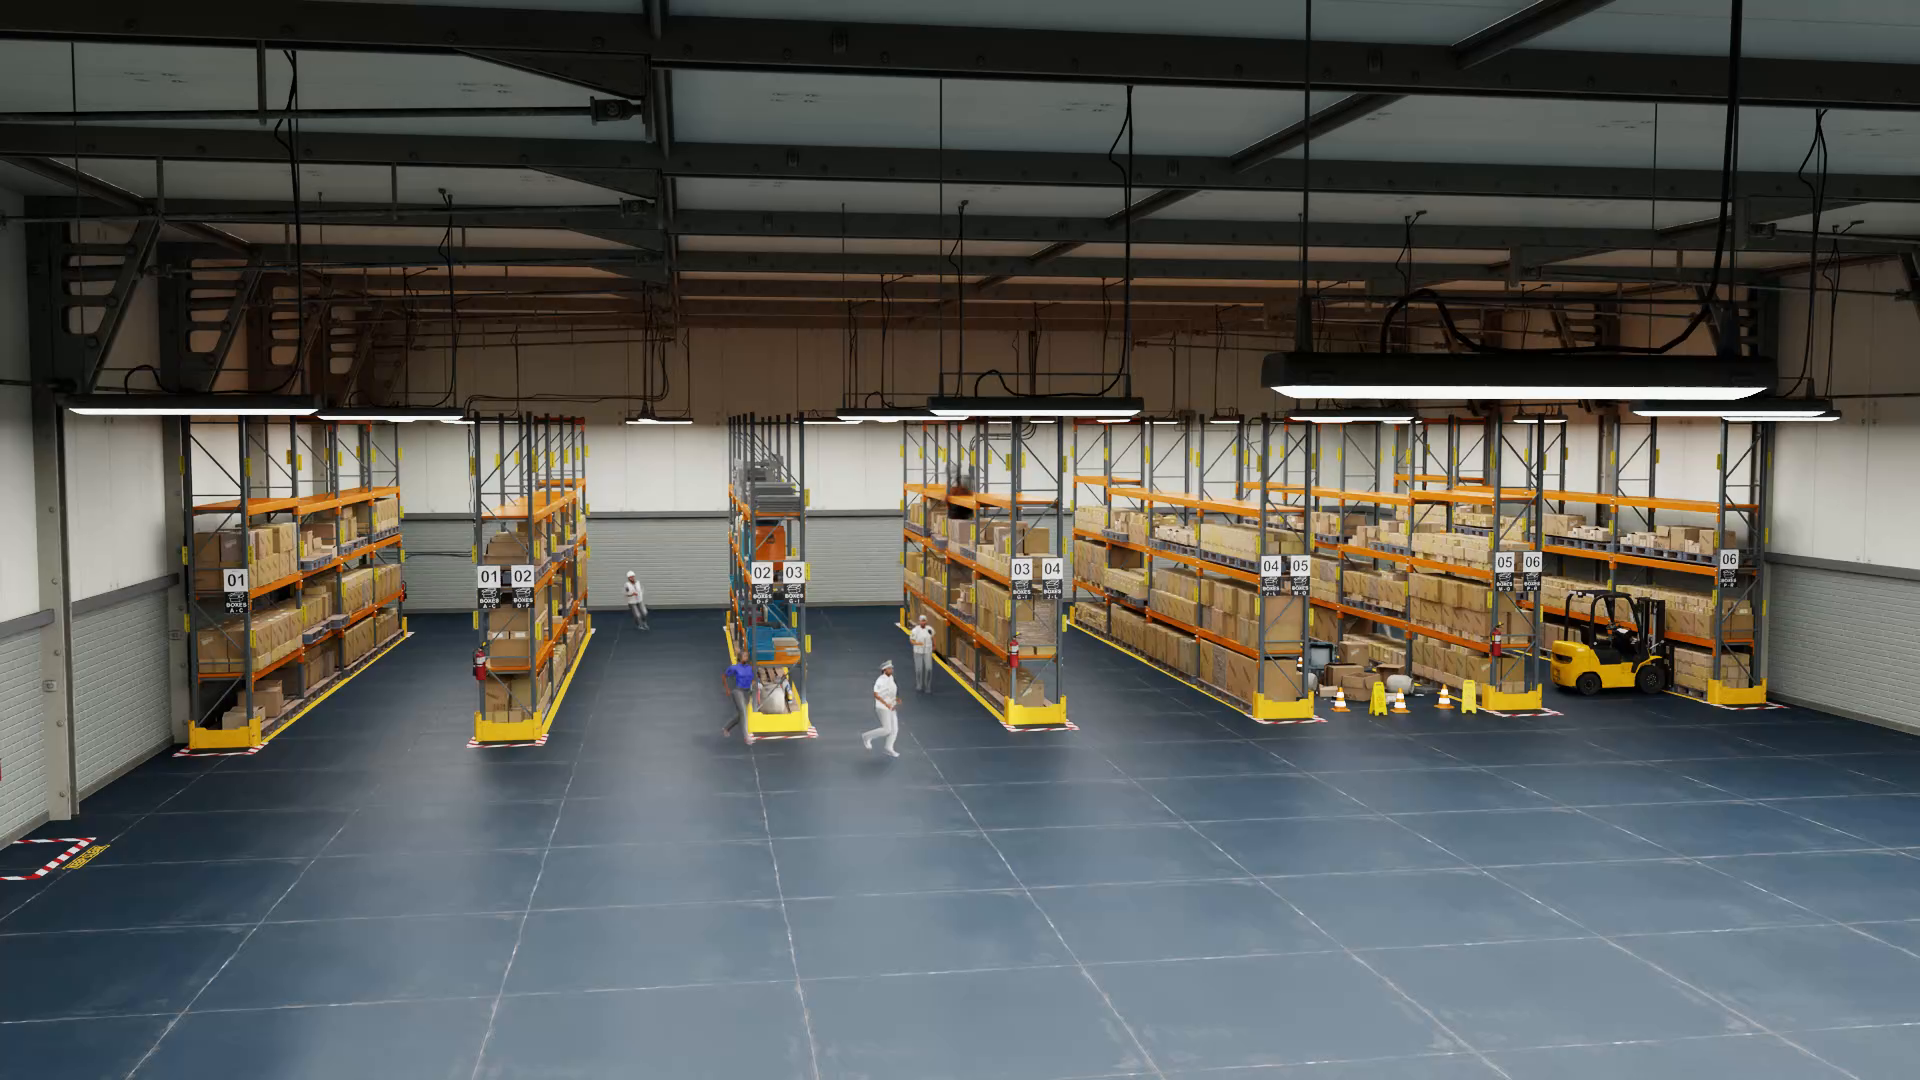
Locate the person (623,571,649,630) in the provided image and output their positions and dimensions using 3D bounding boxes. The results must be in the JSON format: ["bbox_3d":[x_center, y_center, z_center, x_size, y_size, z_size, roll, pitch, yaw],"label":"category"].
[{"bbox_3d":[-9.047,1.706,46.454,0.751,1.688,0.629,-2,4,-30],"label":"person"}]

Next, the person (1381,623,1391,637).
[{"bbox_3d":[11.088,1.856,43.994,0.672,1.842,0.925,0,4,-4],"label":"person"}]

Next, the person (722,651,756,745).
[{"bbox_3d":[-3.951,2.845,30.235,0.860,1.648,0.609,3,5,40],"label":"person"}]

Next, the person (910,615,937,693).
[{"bbox_3d":[-0.786,2.472,35.881,0.613,1.723,0.711,0,4,-7],"label":"person"}]

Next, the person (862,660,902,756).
[{"bbox_3d":[-1.339,2.926,29.067,0.658,1.686,0.581,2,4,26],"label":"person"}]
